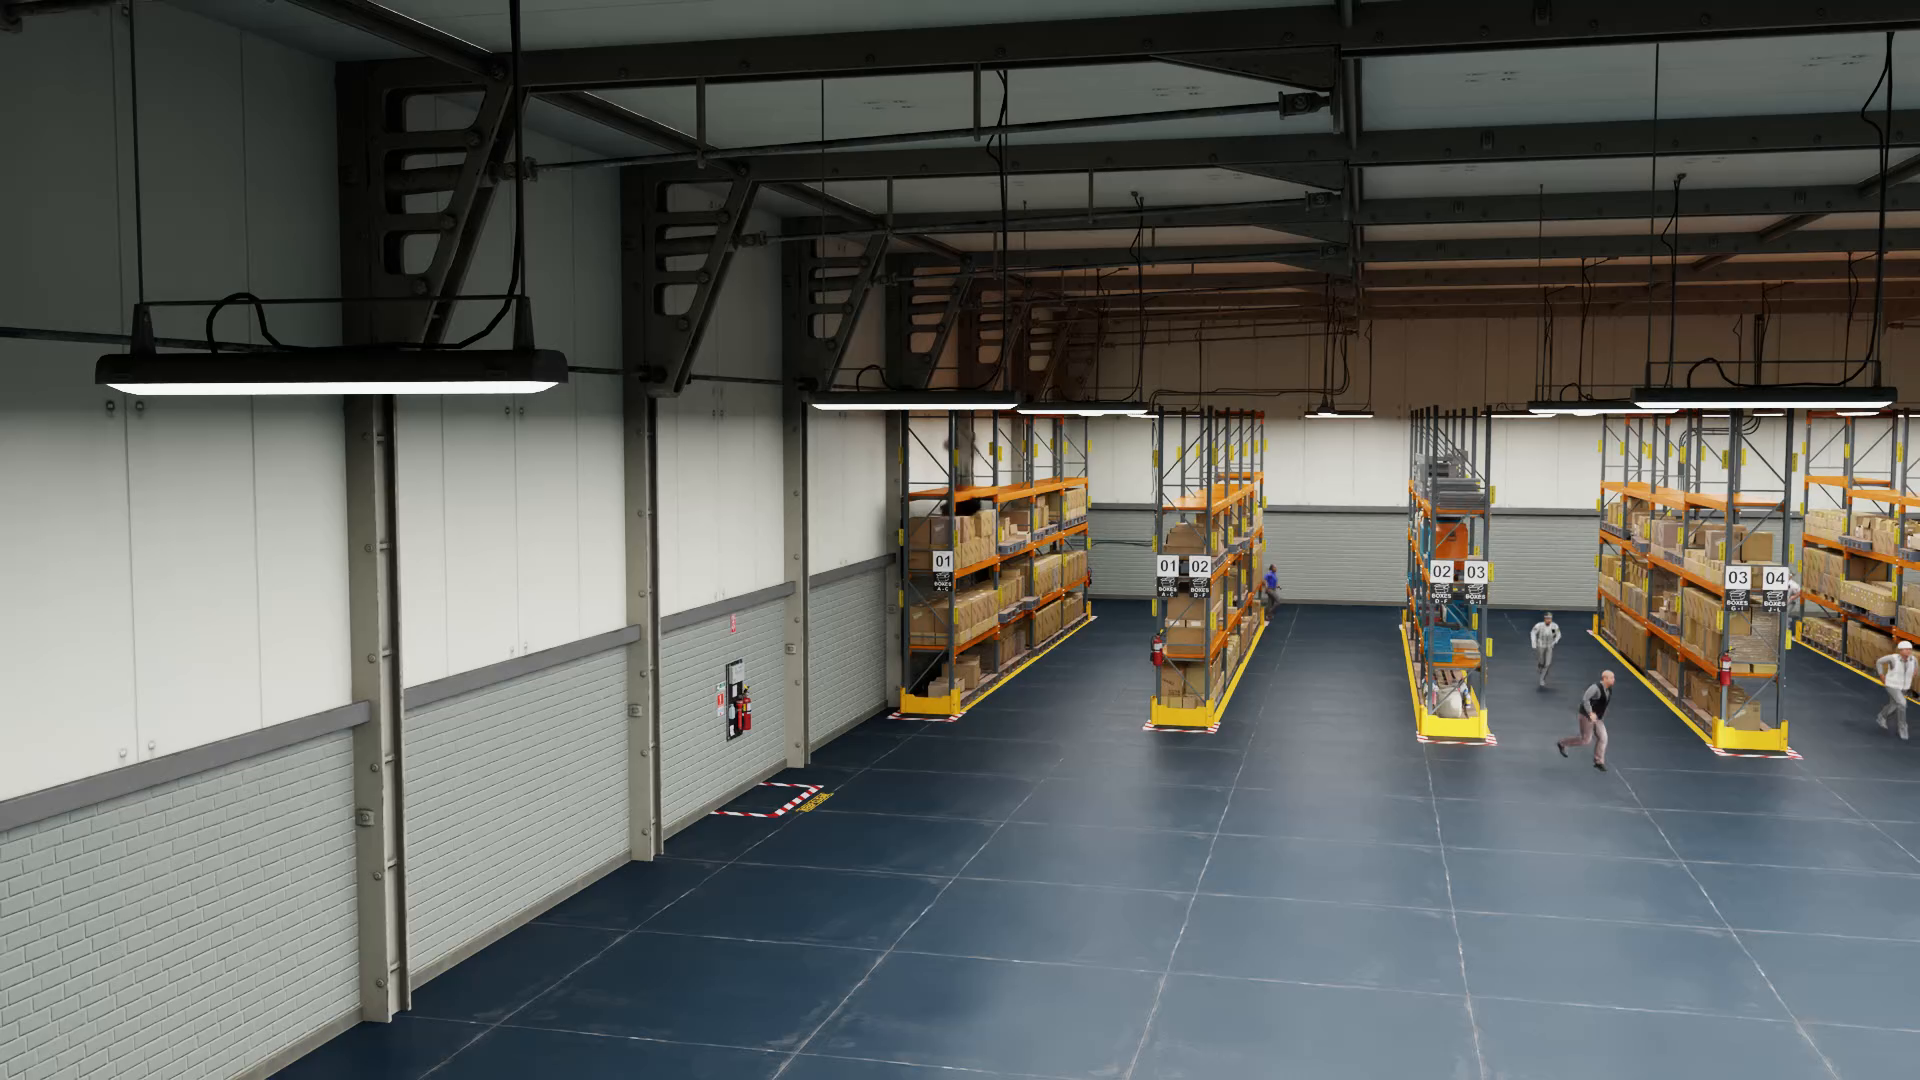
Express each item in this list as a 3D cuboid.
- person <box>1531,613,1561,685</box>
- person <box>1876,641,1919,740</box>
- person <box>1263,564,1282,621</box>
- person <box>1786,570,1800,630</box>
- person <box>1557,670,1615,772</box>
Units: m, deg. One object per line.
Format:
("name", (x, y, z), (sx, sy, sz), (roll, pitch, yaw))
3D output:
("person", (12.726, 2.347, 36.165), (0.611, 1.623, 0.731), (0, 4, 6))
("person", (17.017, 2.691, 30.245), (0.654, 1.788, 0.965), (-1, 4, -8))
("person", (8.896, 1.506, 47.555), (0.641, 1.654, 0.666), (2, 5, 25))
("person", (22.273, 1.667, 44.655), (0.620, 1.742, 0.685), (-2, 4, -20))
("person", (10.345, 2.949, 27.466), (0.946, 1.679, 0.673), (4, 6, 43))
